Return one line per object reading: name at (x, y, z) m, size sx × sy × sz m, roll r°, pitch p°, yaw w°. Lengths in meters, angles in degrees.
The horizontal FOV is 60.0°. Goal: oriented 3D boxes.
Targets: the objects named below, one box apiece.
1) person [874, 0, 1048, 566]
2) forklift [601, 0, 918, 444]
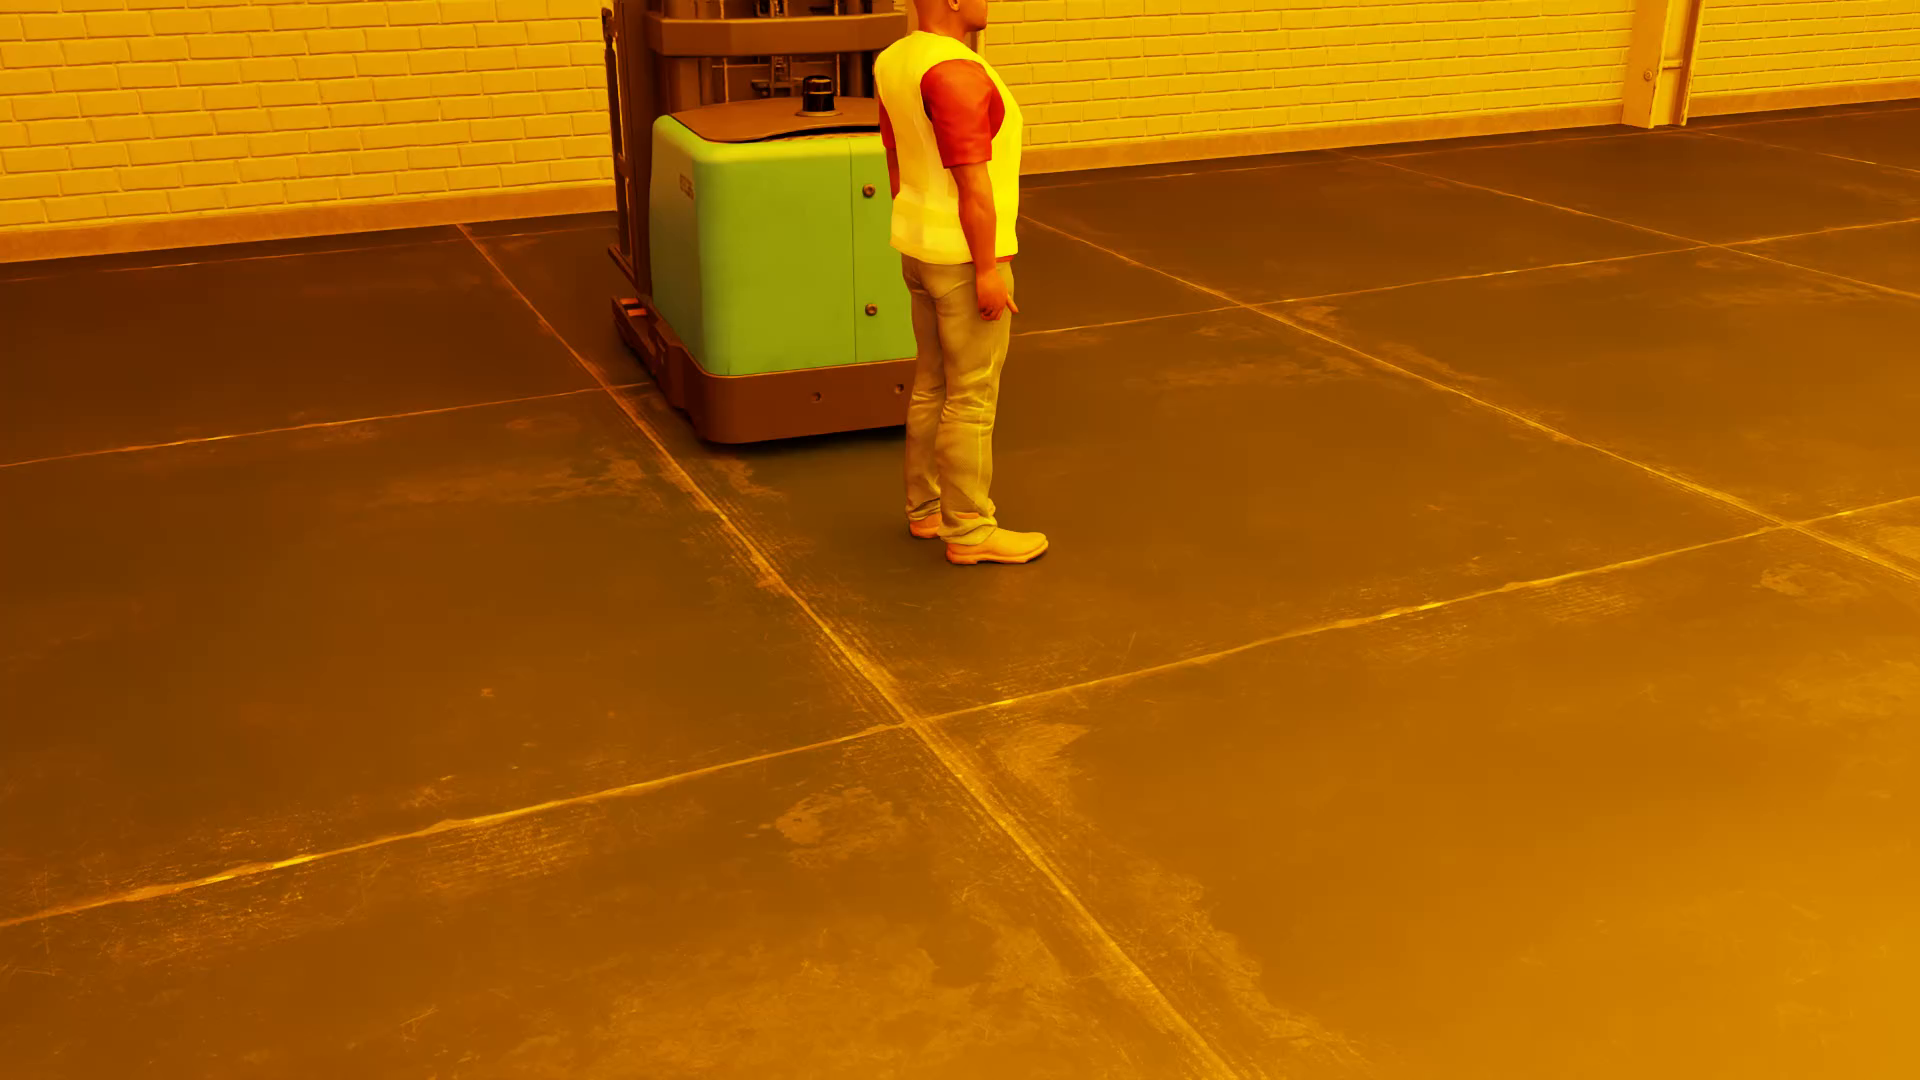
person at (-0.002, -0.816, 4.770) m, size 0.395 × 1.770 × 0.556 m, roll -10°, pitch 25°, yaw -23°
forklift at (-0.877, -2.219, 6.628) m, size 1.130 × 2.935 × 3.031 m, roll -8°, pitch 24°, yaw -19°
